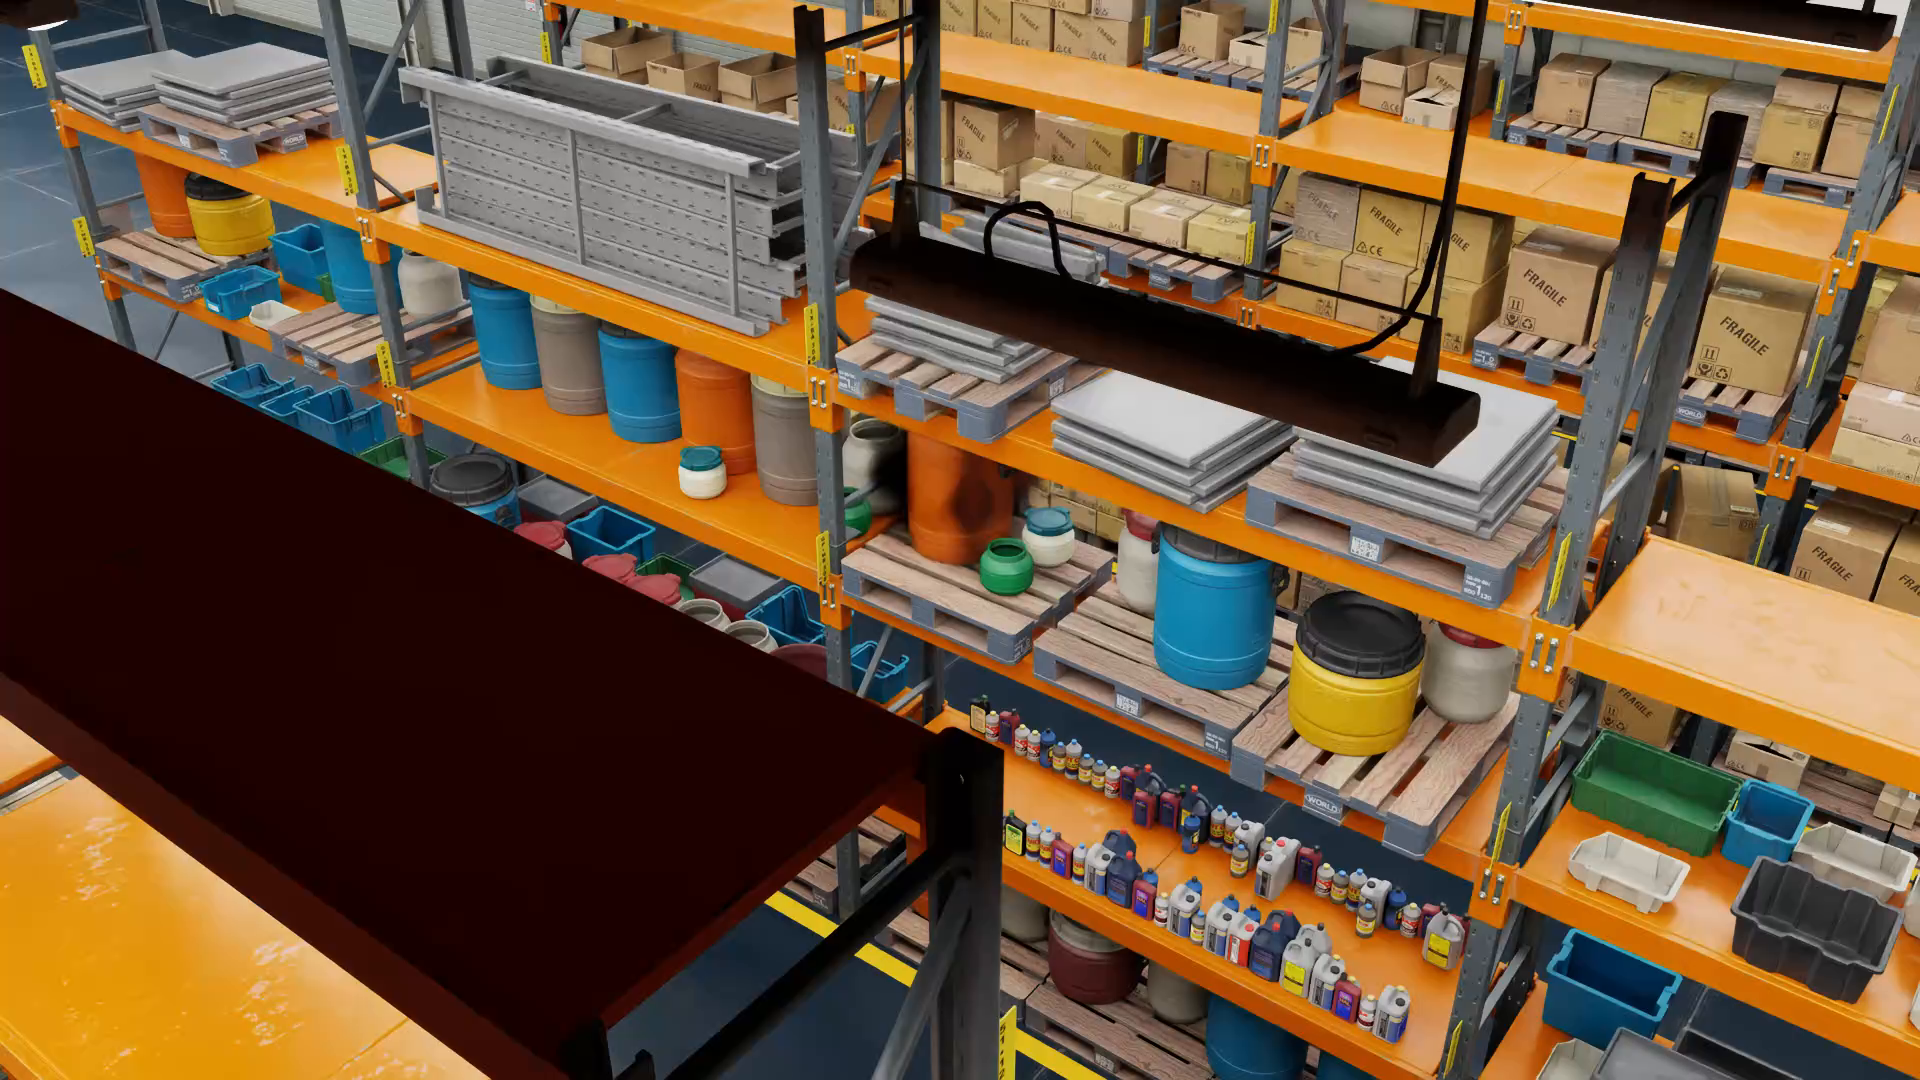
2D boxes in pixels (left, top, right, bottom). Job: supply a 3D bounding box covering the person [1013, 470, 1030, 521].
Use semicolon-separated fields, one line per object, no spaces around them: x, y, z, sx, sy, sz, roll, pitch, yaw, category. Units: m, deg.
0.296;-0.042;13.721;0.441;1.762;0.648;-26;40;-35;person
